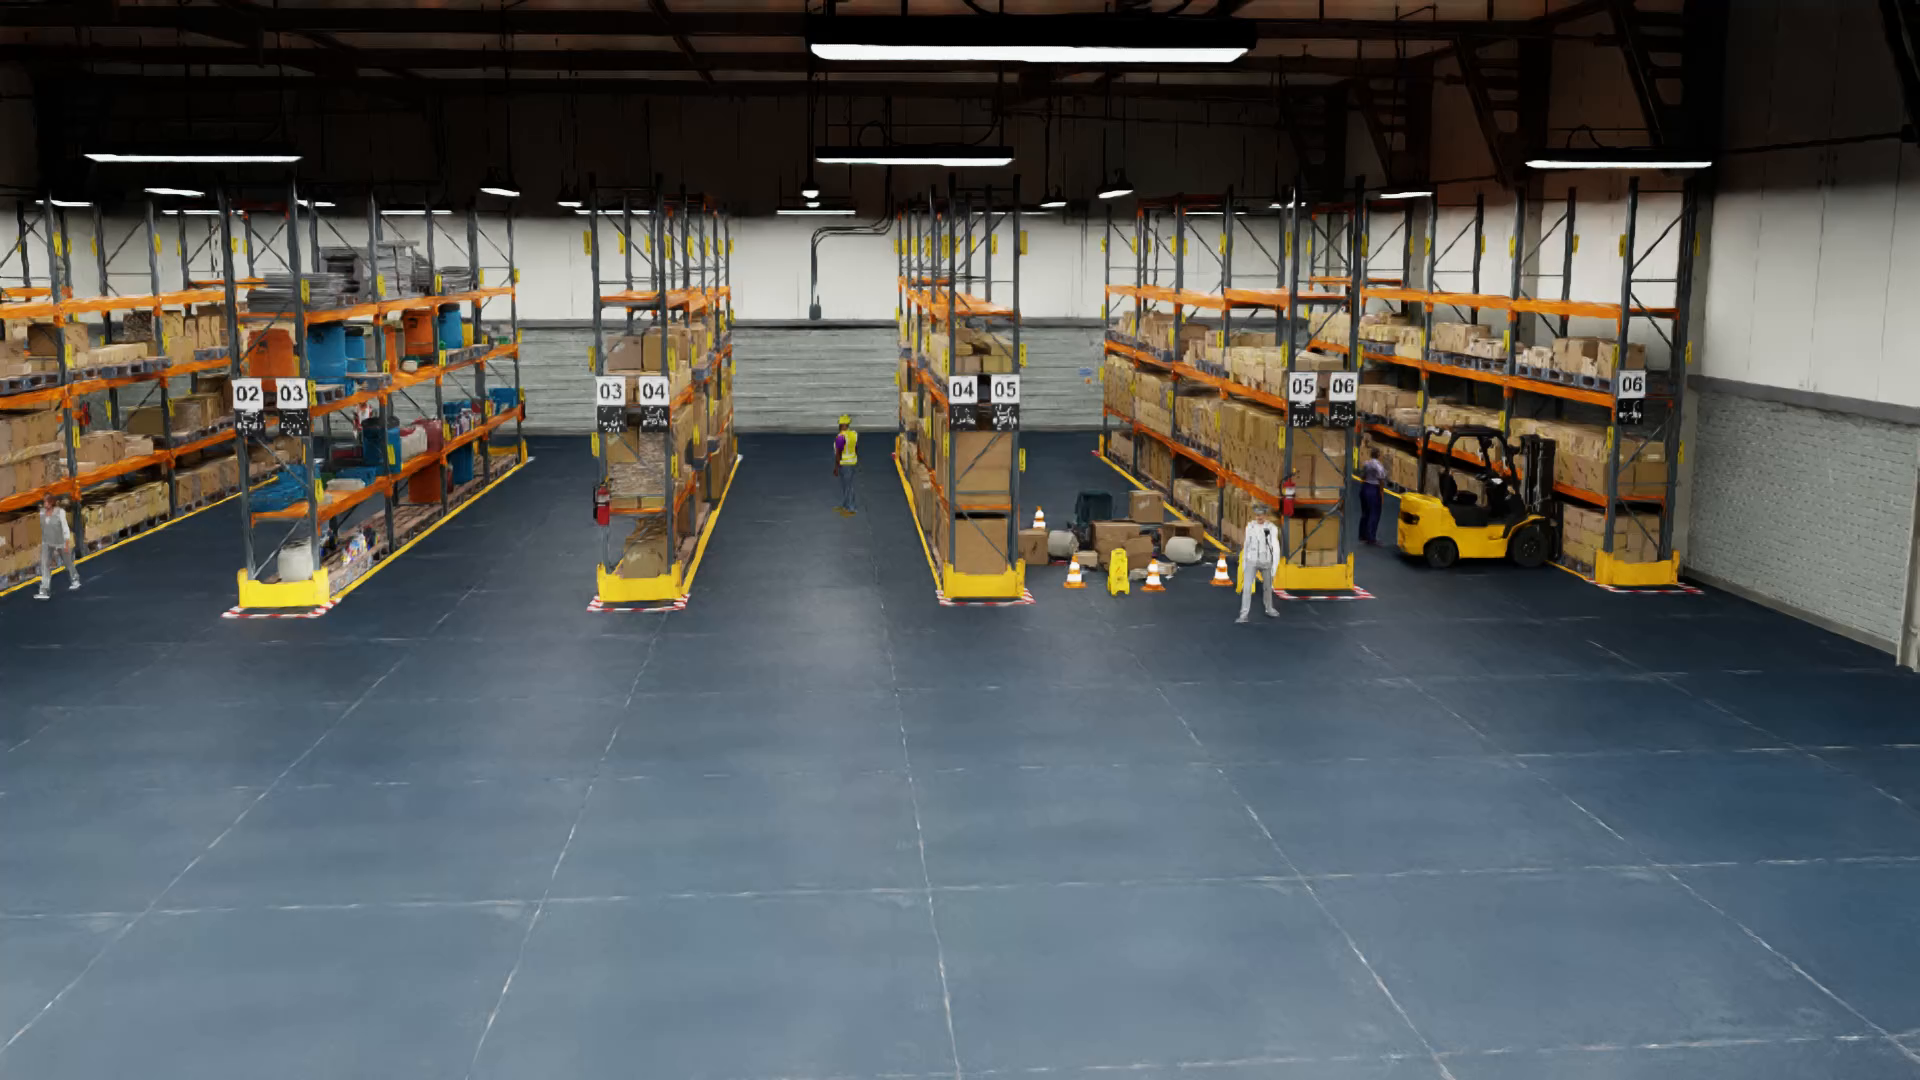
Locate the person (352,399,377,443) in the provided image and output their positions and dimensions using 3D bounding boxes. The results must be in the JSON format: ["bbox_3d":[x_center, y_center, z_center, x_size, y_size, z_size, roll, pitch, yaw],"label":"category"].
[{"bbox_3d":[-13.541,-2.501,37.860,0.552,1.709,1.122,0,10,-3],"label":"person"}]

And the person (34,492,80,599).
[{"bbox_3d":[-13.043,0.045,23.997,0.415,1.517,1.041,-1,10,-7],"label":"person"}]

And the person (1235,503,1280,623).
[{"bbox_3d":[4.041,0.285,22.391,0.525,1.622,0.930,4,11,19],"label":"person"}]

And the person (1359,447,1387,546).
[{"bbox_3d":[7.001,-0.762,28.194,0.380,1.652,0.608,-5,11,-26],"label":"person"}]

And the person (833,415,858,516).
[{"bbox_3d":[-2.054,-1.343,29.532,0.586,1.763,0.673,4,11,22],"label":"person"}]
